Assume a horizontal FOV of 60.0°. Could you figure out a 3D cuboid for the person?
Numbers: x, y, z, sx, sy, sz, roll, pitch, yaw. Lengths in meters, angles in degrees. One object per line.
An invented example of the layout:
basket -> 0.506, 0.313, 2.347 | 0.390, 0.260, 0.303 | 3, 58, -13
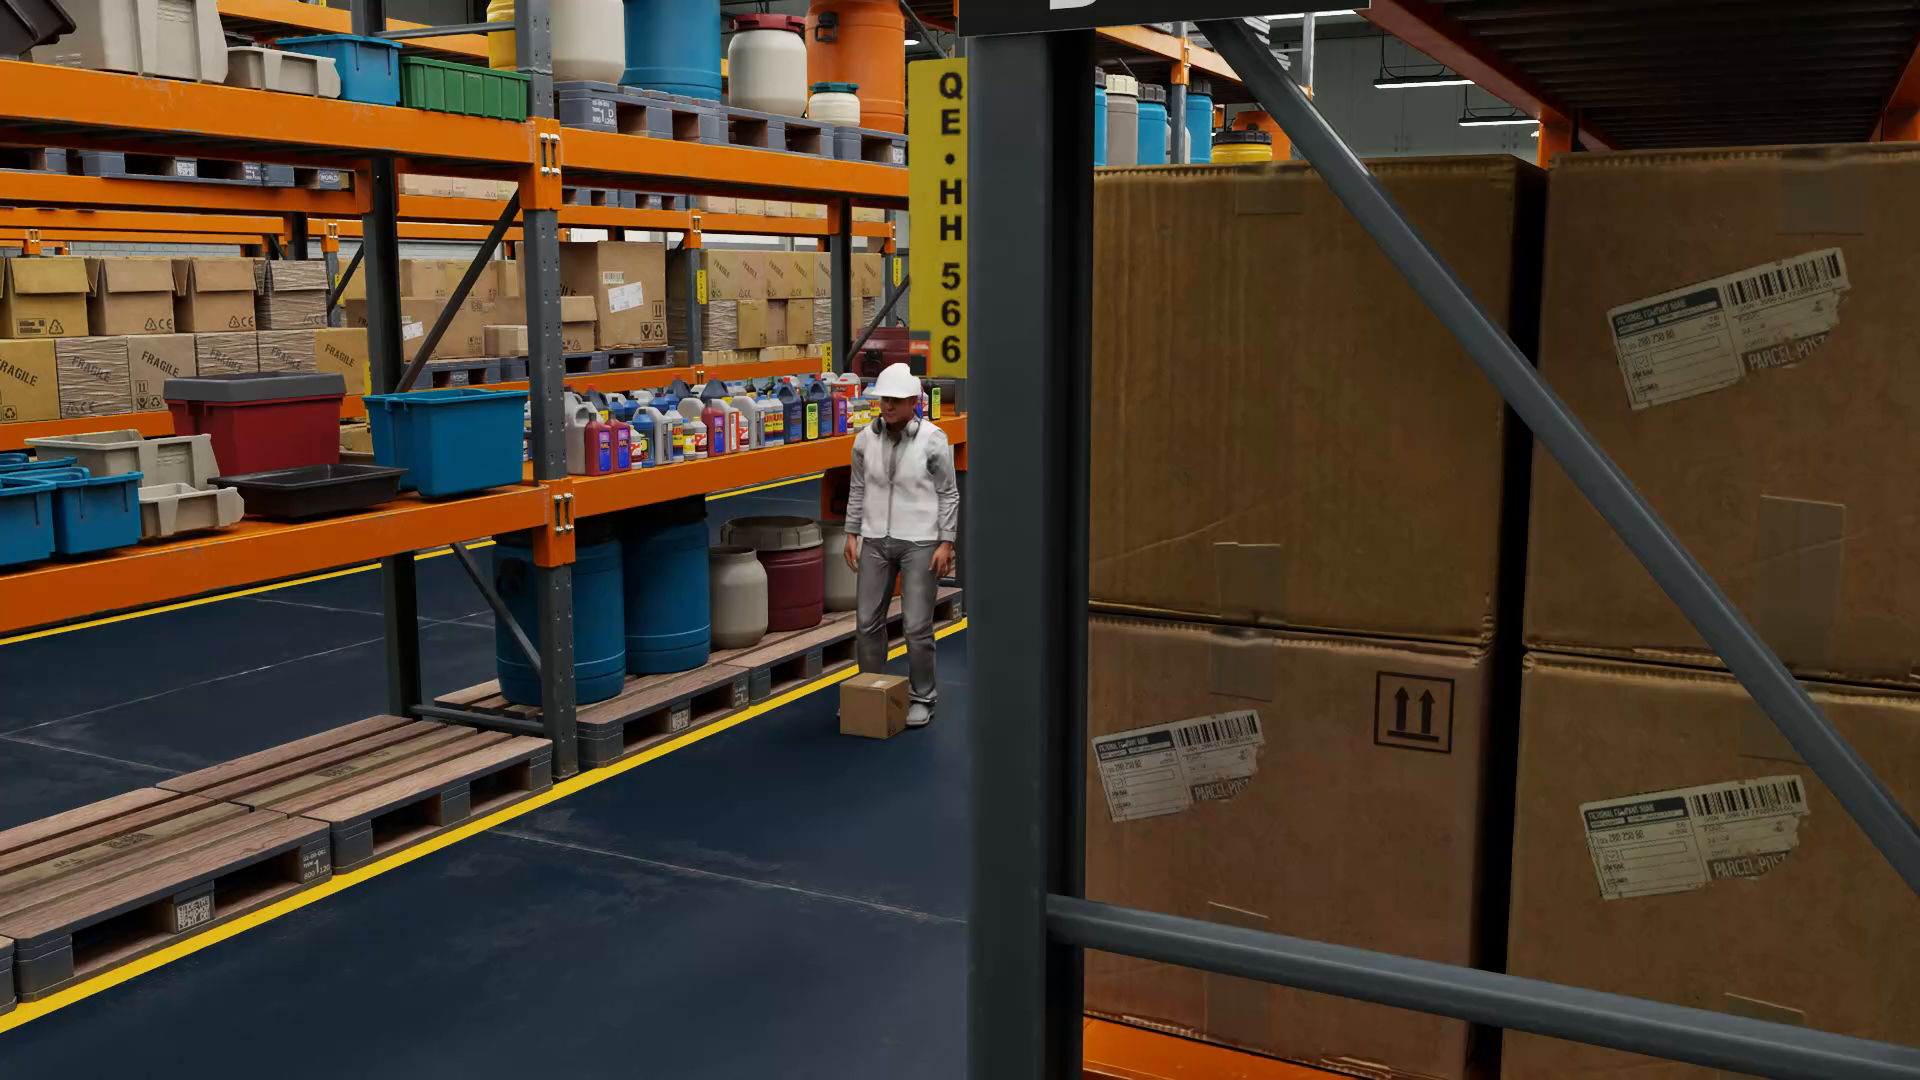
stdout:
person -> -0.298, 0.016, 8.185 | 0.590, 1.770, 0.465 | 4, 10, 22
